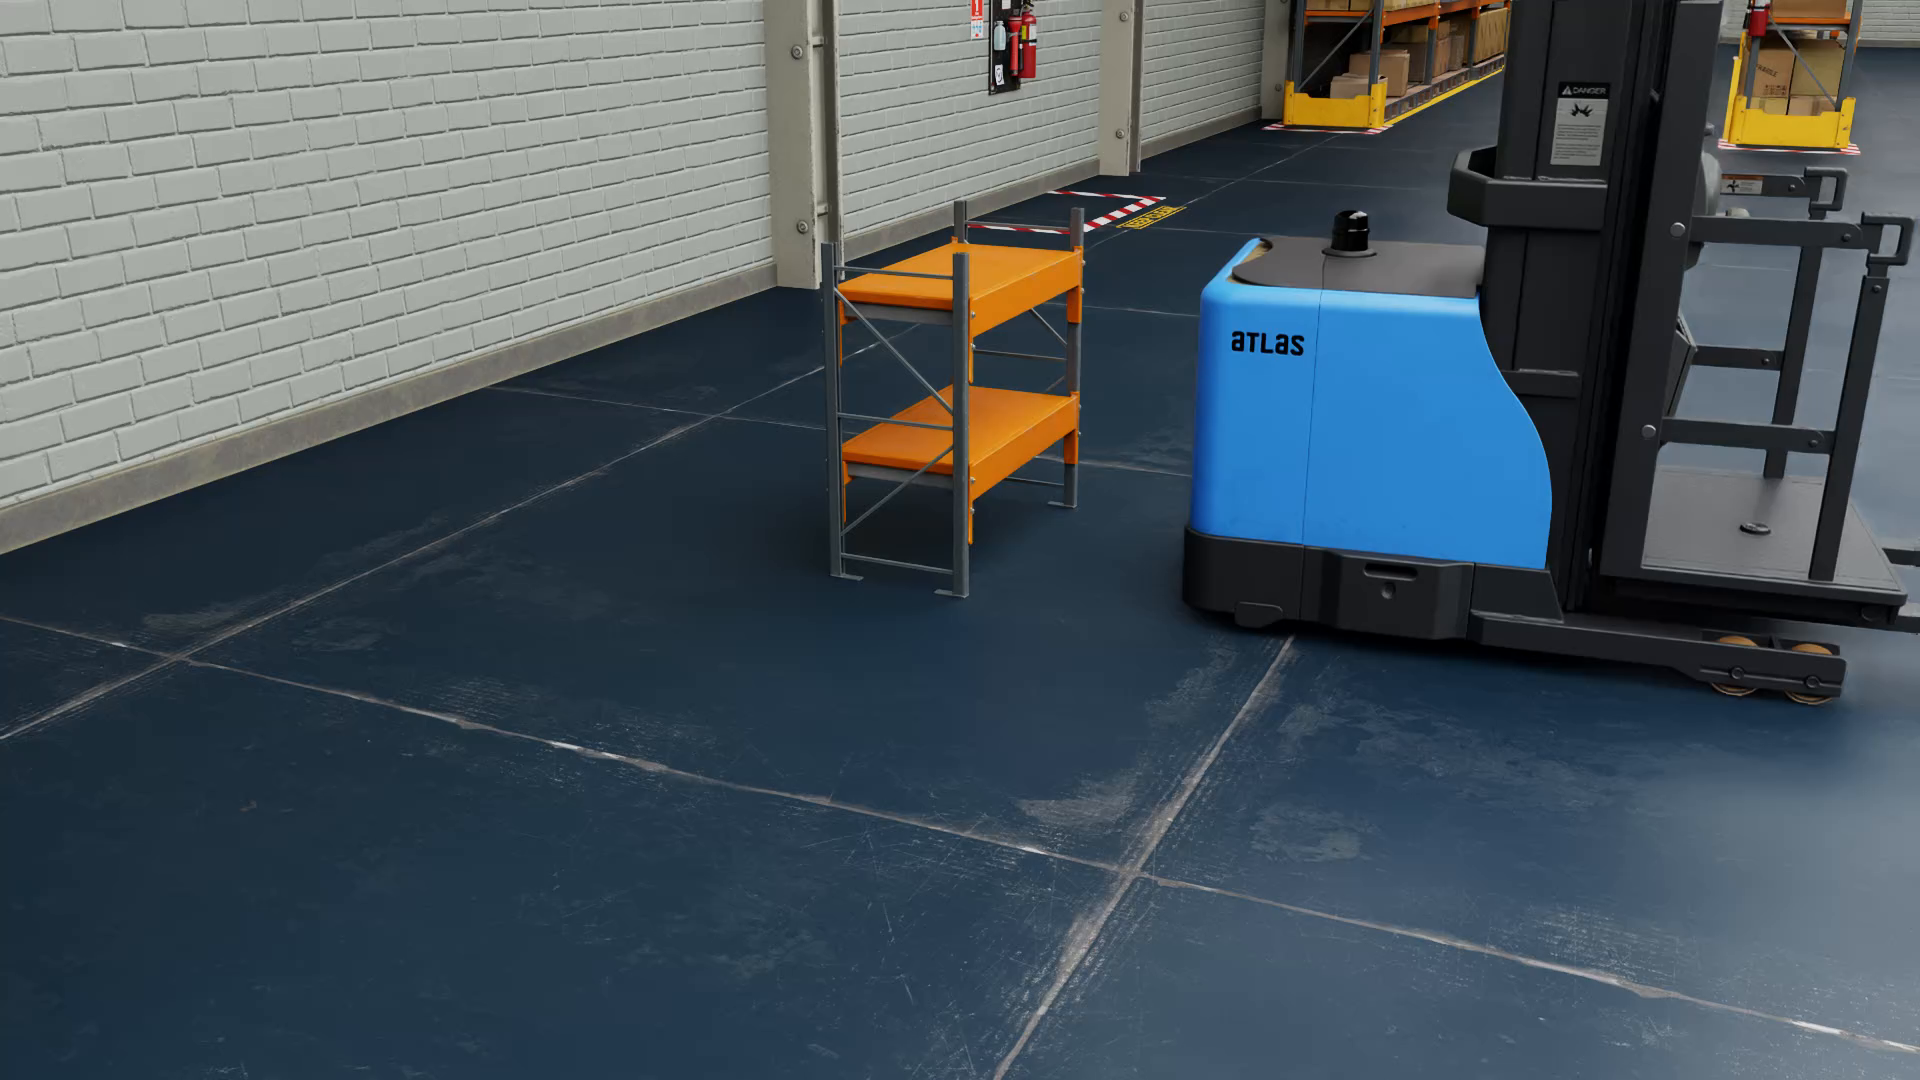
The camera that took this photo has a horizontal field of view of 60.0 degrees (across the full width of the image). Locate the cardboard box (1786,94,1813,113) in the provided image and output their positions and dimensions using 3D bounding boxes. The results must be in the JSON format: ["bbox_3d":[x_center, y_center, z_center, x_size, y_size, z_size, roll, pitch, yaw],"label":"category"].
[{"bbox_3d":[9.601,-4.903,18.755,0.500,0.250,0.500,9,21,23],"label":"cardboard box"}]

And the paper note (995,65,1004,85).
[{"bbox_3d":[0.315,-3.681,13.157,0.016,0.148,0.142,9,21,23],"label":"paper note"}]

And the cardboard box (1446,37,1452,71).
[{"bbox_3d":[7.168,-7.499,25.652,0.700,0.500,0.500,9,21,23],"label":"cardboard box"}]

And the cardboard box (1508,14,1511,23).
[{"bbox_3d":[10.077,-9.681,30.849,0.380,0.149,0.250,9,22,25],"label":"cardboard box"}]

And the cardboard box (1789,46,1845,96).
[{"bbox_3d":[9.603,-5.256,18.629,0.500,0.500,0.500,9,21,23],"label":"cardboard box"}]

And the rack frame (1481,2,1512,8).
[{"bbox_3d":[11.008,-11.284,33.220,1.000,3.000,0.127,9,21,23],"label":"rack frame"}]

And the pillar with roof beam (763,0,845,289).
[{"bbox_3d":[2.968,-5.293,7.421,9.100,9.000,0.400,9,21,23],"label":"pillar with roof beam"}]

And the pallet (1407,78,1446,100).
[{"bbox_3d":[6.412,-6.540,24.042,1.003,0.211,1.213,9,21,23],"label":"pallet"}]

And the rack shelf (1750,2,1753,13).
[{"bbox_3d":[11.434,-7.209,22.837,1.077,0.370,4.000,9,21,23],"label":"rack shelf"}]

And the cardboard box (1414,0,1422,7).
[{"bbox_3d":[5.569,-6.907,21.107,0.500,0.250,0.500,9,21,23],"label":"cardboard box"}]

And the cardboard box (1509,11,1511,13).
[{"bbox_3d":[10.823,-10.239,32.419,0.380,0.149,0.250,9,22,24],"label":"cardboard box"}]

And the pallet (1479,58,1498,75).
[{"bbox_3d":[8.625,-8.126,28.504,1.003,0.211,1.213,9,21,23],"label":"pallet"}]

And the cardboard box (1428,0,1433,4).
[{"bbox_3d":[5.966,-7.216,21.978,0.500,0.250,0.500,9,21,23],"label":"cardboard box"}]

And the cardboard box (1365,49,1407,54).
[{"bbox_3d":[5.706,-6.322,22.343,0.500,0.500,0.500,7,21,19],"label":"cardboard box"}]

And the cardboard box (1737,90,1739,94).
[{"bbox_3d":[9.121,-4.975,18.959,0.500,0.250,0.500,9,21,23],"label":"cardboard box"}]

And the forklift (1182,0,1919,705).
[{"bbox_3d":[2.274,-1.118,4.739,3.031,2.935,1.130,6,20,17],"label":"forklift"}]

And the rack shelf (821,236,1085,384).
[{"bbox_3d":[0.003,-0.808,5.688,0.538,0.278,1.000,9,21,23],"label":"rack shelf"}]

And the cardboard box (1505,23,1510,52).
[{"bbox_3d":[9.770,-9.295,30.733,0.700,0.500,0.500,9,21,23],"label":"cardboard box"}]

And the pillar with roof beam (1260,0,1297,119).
[{"bbox_3d":[7.882,-8.961,17.736,9.100,9.000,0.400,9,21,23],"label":"pillar with roof beam"}]

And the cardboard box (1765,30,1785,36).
[{"bbox_3d":[12.441,-7.878,25.599,0.500,0.250,0.500,9,22,25],"label":"cardboard box"}]

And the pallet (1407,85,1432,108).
[{"bbox_3d":[5.852,-6.091,22.781,1.003,0.211,1.213,9,21,23],"label":"pallet"}]

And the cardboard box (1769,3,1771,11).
[{"bbox_3d":[10.020,-6.532,19.711,0.700,0.500,0.500,9,21,24],"label":"cardboard box"}]

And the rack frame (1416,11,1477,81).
[{"bbox_3d":[7.732,-8.838,26.343,1.000,3.000,0.127,9,21,23],"label":"rack frame"}]

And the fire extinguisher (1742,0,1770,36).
[{"bbox_3d":[8.505,-5.705,17.649,0.296,0.674,0.183,9,21,23],"label":"fire extinguisher"}]

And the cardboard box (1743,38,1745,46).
[{"bbox_3d":[14.638,-9.084,30.481,0.500,0.250,0.500,9,21,23],"label":"cardboard box"}]

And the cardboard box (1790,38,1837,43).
[{"bbox_3d":[10.409,-5.869,20.354,0.500,0.500,0.500,9,21,23],"label":"cardboard box"}]

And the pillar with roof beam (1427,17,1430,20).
[{"bbox_3d":[12.795,-12.629,28.051,9.100,9.000,0.400,9,21,23],"label":"pillar with roof beam"}]

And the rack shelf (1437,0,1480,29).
[{"bbox_3d":[6.914,-7.888,24.745,1.077,0.370,4.000,9,21,23],"label":"rack shelf"}]

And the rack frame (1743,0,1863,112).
[{"bbox_3d":[8.977,-5.714,17.559,1.000,3.000,0.127,9,21,23],"label":"rack frame"}]

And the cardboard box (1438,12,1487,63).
[{"bbox_3d":[8.153,-8.230,27.215,0.750,0.750,0.750,8,21,22],"label":"cardboard box"}]

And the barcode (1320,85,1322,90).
[{"bbox_3d":[4.464,-5.597,20.572,0.001,0.075,0.075,9,21,23],"label":"barcode"}]

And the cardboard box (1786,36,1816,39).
[{"bbox_3d":[12.910,-7.450,25.514,0.500,0.500,0.500,8,21,21],"label":"cardboard box"}]

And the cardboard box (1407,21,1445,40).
[{"bbox_3d":[6.989,-7.670,25.014,0.500,0.250,0.500,8,21,22],"label":"cardboard box"}]

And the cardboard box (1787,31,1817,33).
[{"bbox_3d":[13.741,-8.072,27.262,0.500,0.500,0.500,9,21,23],"label":"cardboard box"}]

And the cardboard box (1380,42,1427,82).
[{"bbox_3d":[6.381,-6.872,23.889,0.700,0.500,0.500,9,22,25],"label":"cardboard box"}]

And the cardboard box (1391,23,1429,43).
[{"bbox_3d":[6.558,-7.360,24.144,0.500,0.250,0.500,8,21,22],"label":"cardboard box"}]

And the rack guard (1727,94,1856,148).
[{"bbox_3d":[8.968,-4.529,17.957,1.175,0.500,0.348,9,21,23],"label":"rack guard"}]

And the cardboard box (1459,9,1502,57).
[{"bbox_3d":[8.862,-8.757,28.697,0.750,0.750,0.750,9,22,24],"label":"cardboard box"}]

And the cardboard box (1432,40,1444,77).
[{"bbox_3d":[6.792,-7.187,24.776,0.700,0.500,0.500,9,21,23],"label":"cardboard box"}]

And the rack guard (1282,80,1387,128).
[{"bbox_3d":[4.488,-5.238,19.951,1.175,0.500,0.348,9,21,23],"label":"rack guard"}]

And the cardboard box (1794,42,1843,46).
[{"bbox_3d":[10.017,-5.561,19.487,0.500,0.500,0.500,9,21,23],"label":"cardboard box"}]

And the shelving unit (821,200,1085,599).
[{"bbox_3d":[0.003,-0.532,5.786,0.538,1.125,1.048,9,21,23],"label":"shelving unit"}]

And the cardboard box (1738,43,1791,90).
[{"bbox_3d":[9.322,-5.482,19.265,0.500,0.500,0.500,9,21,23],"label":"cardboard box"}]

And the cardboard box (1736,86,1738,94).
[{"bbox_3d":[9.730,-5.435,20.250,0.500,0.250,0.500,9,21,23],"label":"cardboard box"}]

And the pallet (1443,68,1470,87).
[{"bbox_3d":[7.411,-7.285,26.140,1.003,0.211,1.213,9,21,23],"label":"pallet"}]

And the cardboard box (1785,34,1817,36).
[{"bbox_3d":[13.329,-7.763,26.393,0.500,0.500,0.500,8,21,21],"label":"cardboard box"}]

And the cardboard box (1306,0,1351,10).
[{"bbox_3d":[4.471,-6.501,19.965,0.500,0.250,0.500,9,21,23],"label":"cardboard box"}]

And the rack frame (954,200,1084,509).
[{"bbox_3d":[0.211,-0.687,6.223,0.500,1.125,0.032,9,21,23],"label":"rack frame"}]

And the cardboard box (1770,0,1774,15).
[{"bbox_3d":[9.391,-6.063,18.392,0.700,0.500,0.500,9,22,24],"label":"cardboard box"}]

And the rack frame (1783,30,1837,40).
[{"bbox_3d":[10.615,-6.937,20.997,1.000,3.000,0.127,9,21,23],"label":"rack frame"}]

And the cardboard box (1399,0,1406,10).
[{"bbox_3d":[5.146,-6.597,20.237,0.500,0.250,0.500,8,21,21],"label":"cardboard box"}]

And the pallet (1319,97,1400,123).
[{"bbox_3d":[4.853,-5.345,20.684,1.003,0.211,1.213,9,21,23],"label":"pallet"}]

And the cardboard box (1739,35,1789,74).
[{"bbox_3d":[10.140,-6.093,20.984,0.500,0.500,0.500,9,21,23],"label":"cardboard box"}]

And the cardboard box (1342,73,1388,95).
[{"bbox_3d":[5.055,-5.706,20.894,0.500,0.311,0.500,11,22,27],"label":"cardboard box"}]

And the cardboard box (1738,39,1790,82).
[{"bbox_3d":[9.730,-5.788,20.124,0.500,0.500,0.500,9,21,23],"label":"cardboard box"}]
